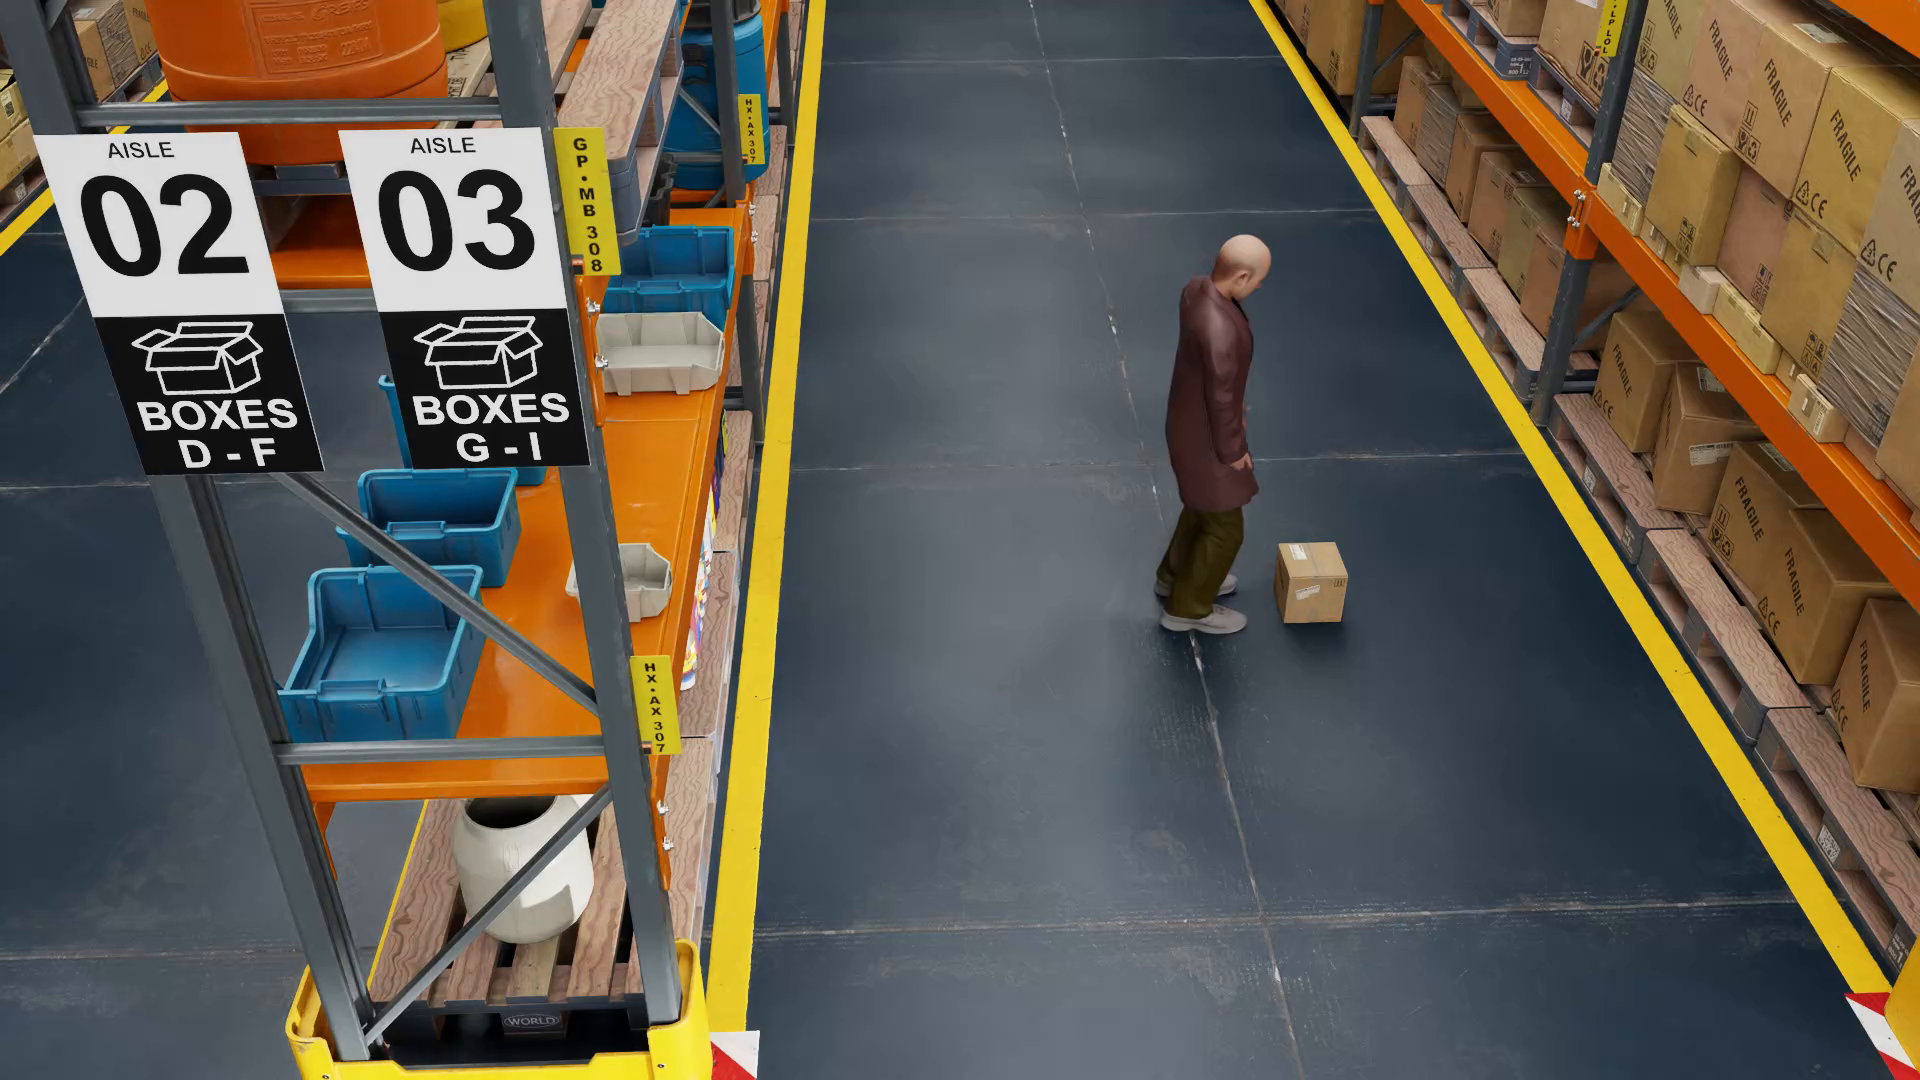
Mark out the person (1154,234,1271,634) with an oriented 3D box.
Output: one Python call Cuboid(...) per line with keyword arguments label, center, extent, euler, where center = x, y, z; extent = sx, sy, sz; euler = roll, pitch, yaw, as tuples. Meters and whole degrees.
Cuboid(label="person", center=(1.039, -0.434, 6.816), extent=(0.396, 1.752, 0.579), euler=(0, 35, 0))
